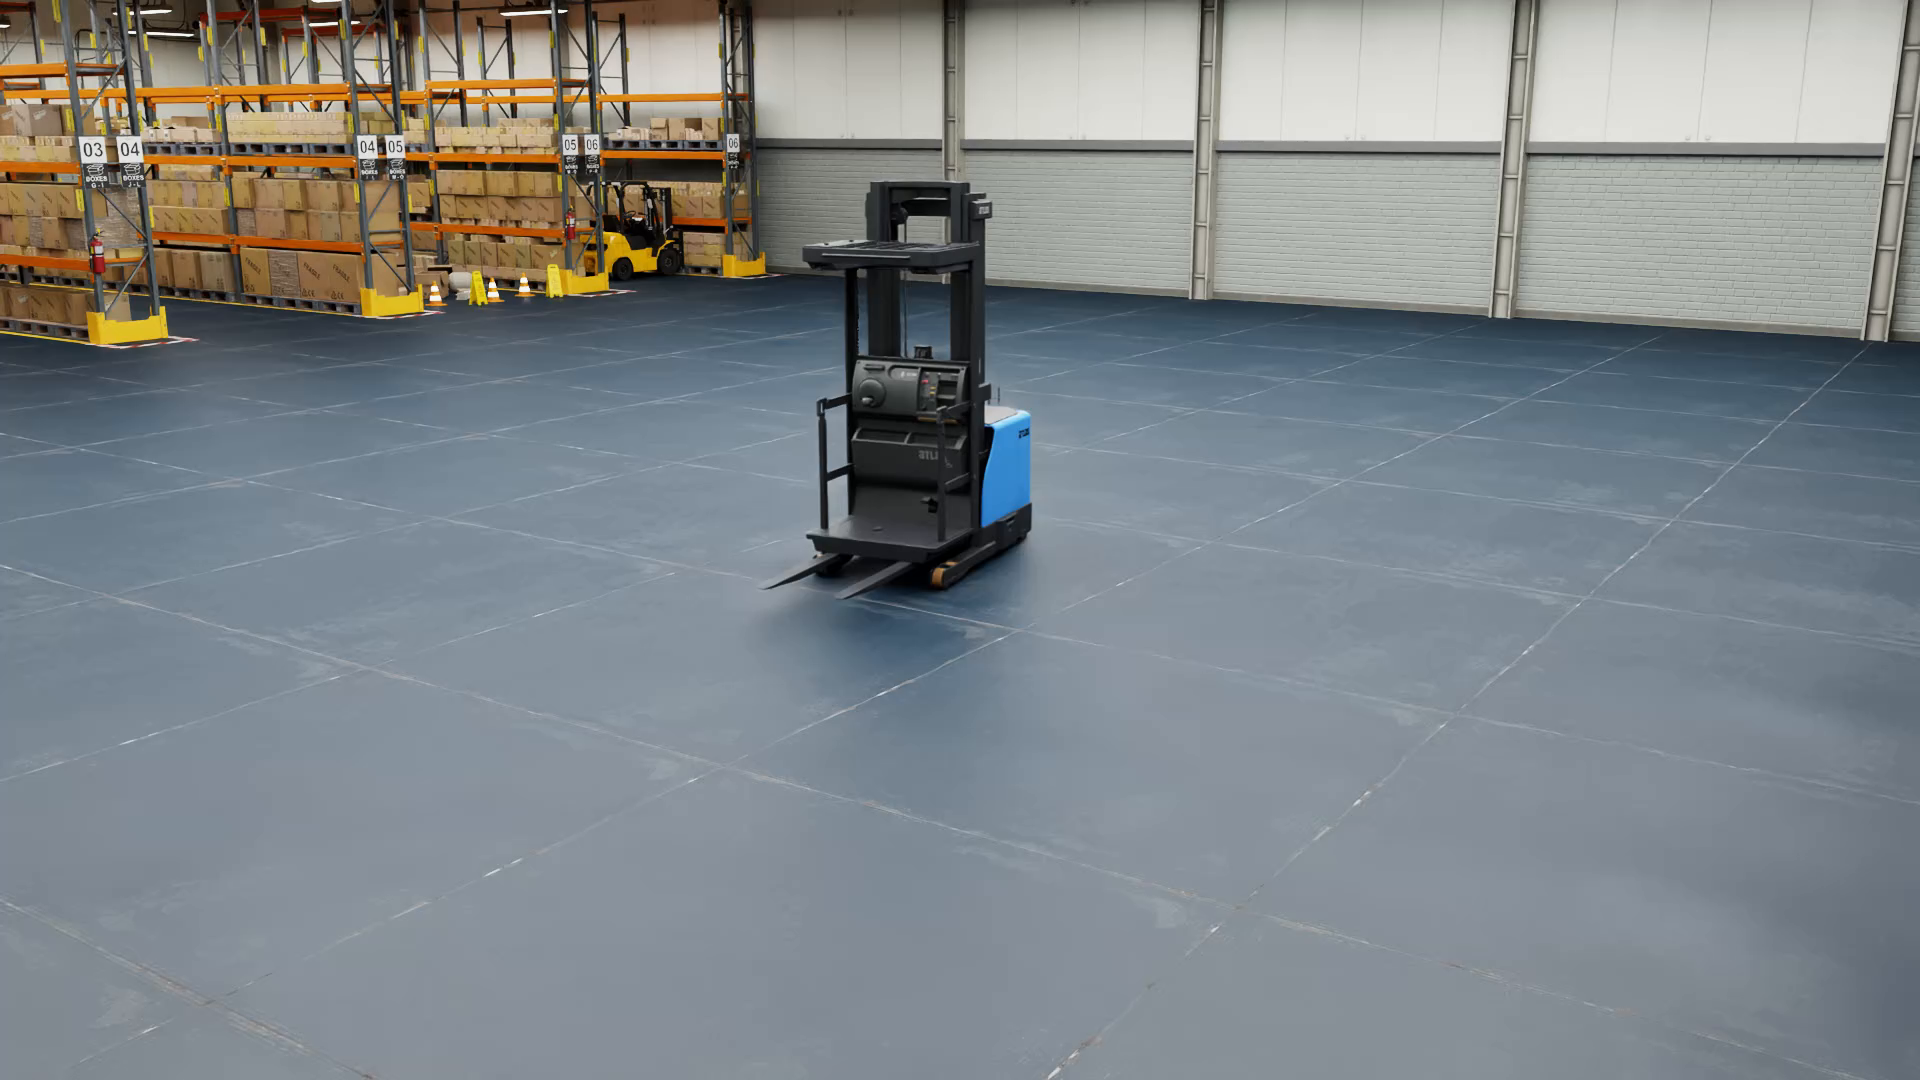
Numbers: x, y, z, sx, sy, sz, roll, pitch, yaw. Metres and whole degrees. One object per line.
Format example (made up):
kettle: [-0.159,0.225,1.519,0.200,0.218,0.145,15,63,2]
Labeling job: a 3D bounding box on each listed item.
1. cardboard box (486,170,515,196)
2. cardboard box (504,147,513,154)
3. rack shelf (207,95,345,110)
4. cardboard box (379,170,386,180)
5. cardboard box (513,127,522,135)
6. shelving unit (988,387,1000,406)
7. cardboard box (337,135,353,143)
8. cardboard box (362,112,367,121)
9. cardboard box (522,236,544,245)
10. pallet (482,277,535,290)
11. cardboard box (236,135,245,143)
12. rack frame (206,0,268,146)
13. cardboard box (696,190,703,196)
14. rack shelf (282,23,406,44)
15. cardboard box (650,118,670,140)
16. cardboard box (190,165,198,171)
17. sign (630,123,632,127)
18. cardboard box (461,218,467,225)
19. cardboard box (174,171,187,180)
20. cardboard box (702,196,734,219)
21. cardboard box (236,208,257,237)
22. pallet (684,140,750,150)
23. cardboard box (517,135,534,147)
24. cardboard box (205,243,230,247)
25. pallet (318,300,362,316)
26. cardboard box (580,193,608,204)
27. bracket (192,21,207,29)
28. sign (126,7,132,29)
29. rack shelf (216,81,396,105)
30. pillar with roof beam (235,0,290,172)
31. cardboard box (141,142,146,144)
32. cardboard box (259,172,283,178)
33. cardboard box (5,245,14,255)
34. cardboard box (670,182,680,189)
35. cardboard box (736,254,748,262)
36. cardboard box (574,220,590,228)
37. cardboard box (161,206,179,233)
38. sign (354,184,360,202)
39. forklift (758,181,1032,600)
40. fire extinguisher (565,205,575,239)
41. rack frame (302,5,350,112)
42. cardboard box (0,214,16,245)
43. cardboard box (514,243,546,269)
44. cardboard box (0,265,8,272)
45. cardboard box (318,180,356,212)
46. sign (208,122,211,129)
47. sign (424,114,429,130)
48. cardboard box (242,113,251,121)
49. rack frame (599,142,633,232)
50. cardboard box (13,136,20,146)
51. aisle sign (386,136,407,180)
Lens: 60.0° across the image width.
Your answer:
cardboard box: [-9.589,-7.561,35.216,0.500,0.500,0.700,9,17,32]
cardboard box: [-9.310,-8.149,34.781,0.250,0.149,0.380,9,16,31]
rack shelf: [-16.108,-10.356,39.259,4.000,0.370,1.077,9,17,33]
cardboard box: [-16.088,-9.934,45.842,0.500,0.500,0.500,9,16,31]
cardboard box: [-9.051,-8.505,34.558,0.250,0.149,0.380,9,17,33]
shelving unit: [0.202,-0.695,14.135,0.189,1.200,0.258,6,15,22]
cardboard box: [-10.955,-7.209,29.900,0.250,0.149,0.380,9,17,33]
cardboard box: [-10.796,-7.761,30.471,0.250,0.149,0.380,9,17,33]
cardboard box: [-8.963,-6.285,34.908,0.250,0.149,0.380,10,17,34]
pallet: [-9.536,-5.582,35.934,1.213,0.211,1.003,9,17,33]
cardboard box: [-13.480,-7.617,31.550,0.250,0.149,0.380,9,17,33]
rack frame: [-13.809,-9.094,31.832,0.127,3.000,1.000,9,17,33]
cardboard box: [-5.897,-8.065,38.604,0.250,0.149,0.380,10,17,34]
rack shelf: [-16.660,-13.690,44.978,4.000,0.370,1.077,9,17,33]
cardboard box: [-6.805,-9.649,39.019,0.637,0.503,0.797,10,17,35]
cardboard box: [-18.781,-9.204,41.125,0.250,0.149,0.380,9,17,32]
sign: [-8.054,-10.029,40.610,0.005,0.325,0.100,9,17,33]
cardboard box: [-10.571,-6.901,35.981,0.250,0.149,0.380,9,17,33]
cardboard box: [-19.158,-8.933,41.379,0.500,0.500,0.500,9,17,34]
cardboard box: [-5.599,-7.698,38.471,0.500,0.500,0.500,9,16,32]
cardboard box: [-13.496,-6.207,32.344,0.550,0.550,0.875,9,17,33]
pallet: [-5.616,-9.149,38.482,1.213,0.211,1.003,9,17,33]
cardboard box: [-8.795,-8.259,34.394,0.500,0.250,0.500,9,16,32]
cardboard box: [-18.229,-7.321,41.612,0.875,0.438,0.875,9,16,32]
pallet: [-11.197,-4.383,31.091,1.213,0.211,1.003,9,17,33]
cardboard box: [-8.913,-8.357,40.613,0.500,0.250,0.500,9,16,32]
bracket: [-22.563,-15.285,49.352,0.430,0.232,0.235,9,17,33]
sign: [-13.039,-8.182,26.040,0.005,0.325,0.100,9,17,33]
rack shelf: [-12.149,-8.282,30.883,4.000,0.370,1.077,9,17,33]
pillar with roof beam: [-22.457,-12.377,45.094,0.548,9.000,9.100,9,17,33]
cardboard box: [-17.453,-8.352,34.871,0.500,0.500,0.500,9,17,33]
cardboard box: [-16.278,-8.474,39.524,0.500,0.500,0.500,9,16,32]
cardboard box: [-15.599,-4.833,27.626,0.250,0.149,0.380,9,17,33]
cardboard box: [-6.573,-8.301,38.937,0.250,0.149,0.380,10,17,34]
cardboard box: [-5.342,-6.610,39.131,0.500,0.250,0.500,9,17,33]
cardboard box: [-7.977,-6.611,34.808,0.250,0.149,0.380,9,17,33]
cardboard box: [-15.652,-6.450,33.429,0.500,0.500,0.500,9,17,32]
sign: [-10.804,-6.216,29.788,0.005,0.325,0.100,9,17,33]
forklift: [-0.476,-1.172,12.458,1.130,2.935,3.031,6,15,24]
fire extinguisher: [-7.973,-6.501,34.004,0.183,0.674,0.296,9,17,33]
rack frame: [-14.449,-10.631,38.041,0.127,3.000,1.000,9,17,33]
cardboard box: [-15.455,-5.205,27.782,0.500,0.500,0.875,9,17,33]
cardboard box: [-9.056,-6.004,35.121,0.500,0.500,0.500,10,17,35]
cardboard box: [-21.387,-6.133,37.416,0.250,0.149,0.380,9,16,31]
cardboard box: [-11.284,-6.355,30.694,0.550,0.550,0.875,9,17,33]
sign: [-18.077,-9.890,40.048,0.005,0.325,0.100,9,17,33]
sign: [-11.437,-8.969,35.676,0.005,0.325,0.100,9,17,33]
cardboard box: [-13.274,-7.971,31.318,0.250,0.149,0.380,9,17,32]
rack frame: [-8.363,-8.172,40.594,0.127,3.000,1.000,9,17,33]
cardboard box: [-15.023,-6.444,26.851,0.250,0.149,0.380,8,16,30]
aisle sign: [-10.263,-6.957,30.276,0.004,0.787,0.394,9,17,33]
